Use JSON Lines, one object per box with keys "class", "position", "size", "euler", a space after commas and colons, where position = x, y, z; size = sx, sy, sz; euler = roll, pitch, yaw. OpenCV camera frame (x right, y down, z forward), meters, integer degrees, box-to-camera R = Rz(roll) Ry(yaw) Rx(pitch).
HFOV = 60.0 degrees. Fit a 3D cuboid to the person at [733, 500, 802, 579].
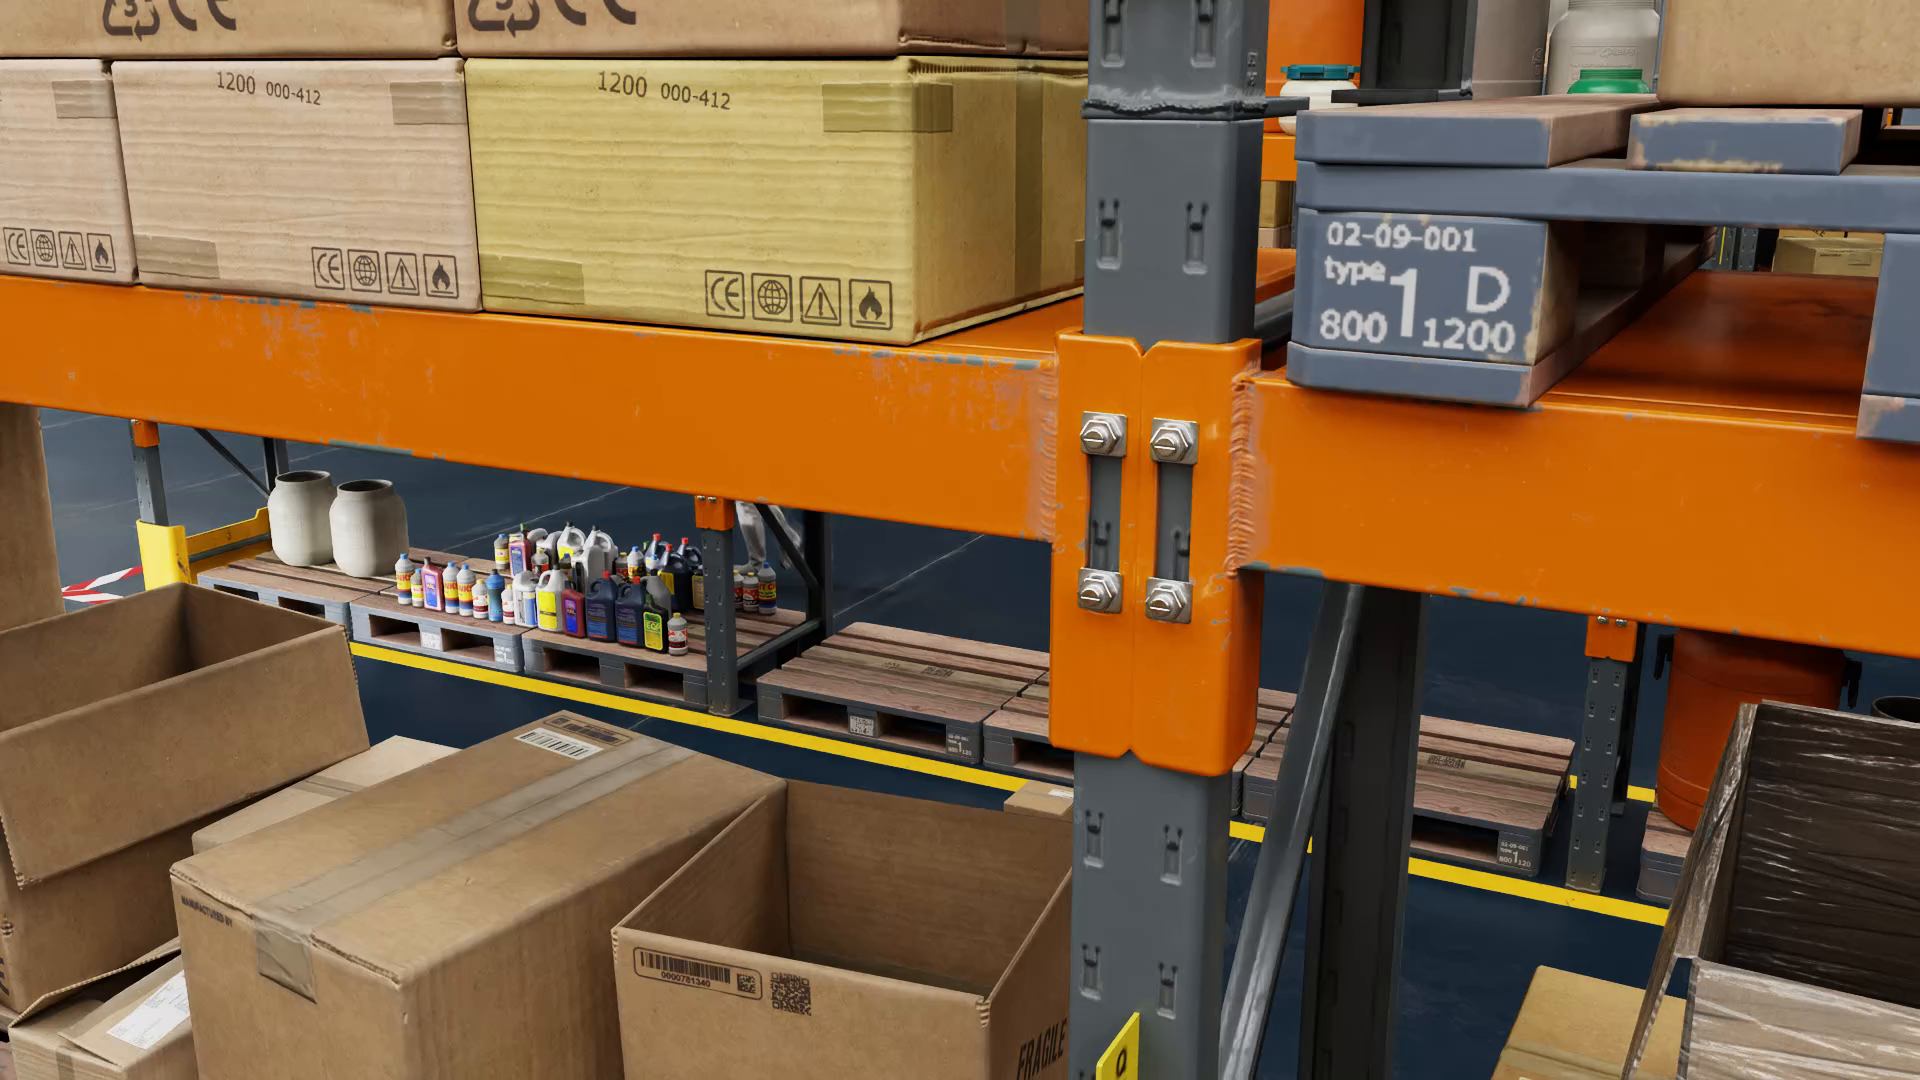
{"class": "person", "position": [-1.224, -0.584, 10.052], "size": [0.458, 1.683, 0.481], "euler": [8, 18, 27]}
